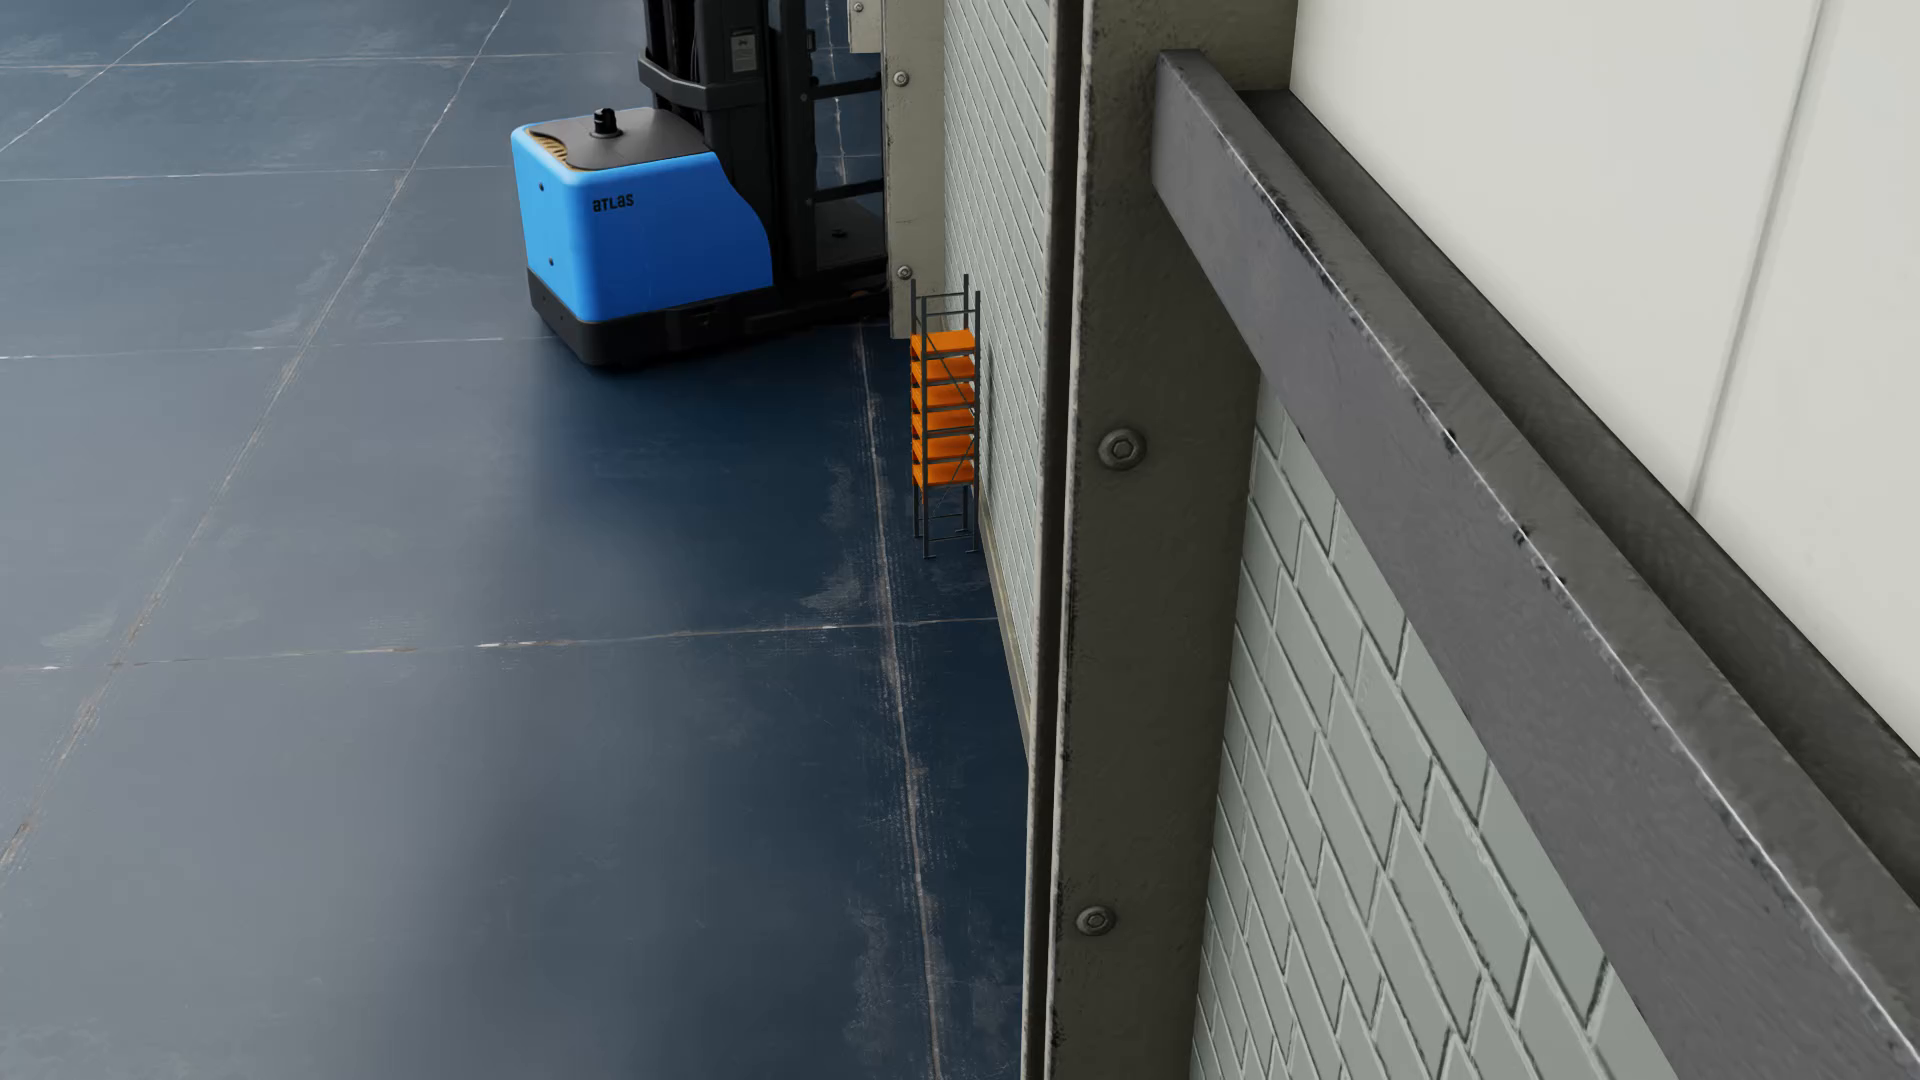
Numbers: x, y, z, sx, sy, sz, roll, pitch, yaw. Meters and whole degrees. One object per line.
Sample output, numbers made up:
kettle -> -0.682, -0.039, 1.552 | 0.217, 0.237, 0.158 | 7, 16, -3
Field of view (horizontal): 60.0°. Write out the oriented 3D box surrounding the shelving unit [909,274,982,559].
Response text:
shelving unit -> -0.060, -0.498, 6.912 | 0.258, 1.200, 0.189 | -7, 32, -12

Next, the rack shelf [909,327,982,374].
rack shelf -> -0.060, -0.769, 6.751 | 0.258, 0.103, 0.180 | -7, 32, -12

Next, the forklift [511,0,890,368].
forklift -> -0.865, -2.701, 8.914 | 3.031, 2.935, 1.130 | -16, 35, -25

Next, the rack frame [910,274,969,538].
rack frame -> -0.083, -0.543, 6.988 | 0.240, 1.200, 0.006 | -7, 32, -12

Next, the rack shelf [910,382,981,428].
rack shelf -> -0.060, -0.563, 6.874 | 0.258, 0.103, 0.180 | -7, 32, -12

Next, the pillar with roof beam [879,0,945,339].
pillar with roof beam -> -4.529, -4.866, 6.622 | 9.100, 9.000, 0.400 | -3, 31, -5

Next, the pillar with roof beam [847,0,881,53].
pillar with roof beam -> -5.089, -7.930, 11.750 | 9.100, 9.000, 0.400 | -3, 31, -5

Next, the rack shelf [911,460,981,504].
rack shelf -> -0.061, -0.253, 7.057 | 0.258, 0.103, 0.180 | -7, 32, -12

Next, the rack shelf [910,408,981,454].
rack shelf -> -0.060, -0.460, 6.935 | 0.258, 0.103, 0.180 | -7, 32, -12

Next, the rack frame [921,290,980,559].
rack frame -> -0.037, -0.453, 6.836 | 0.240, 1.200, 0.006 | -7, 32, -12

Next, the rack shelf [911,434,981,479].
rack shelf -> -0.061, -0.356, 6.996 | 0.258, 0.103, 0.180 | -7, 32, -12

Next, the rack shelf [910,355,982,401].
rack shelf -> -0.060, -0.666, 6.812 | 0.258, 0.103, 0.180 | -7, 32, -12
